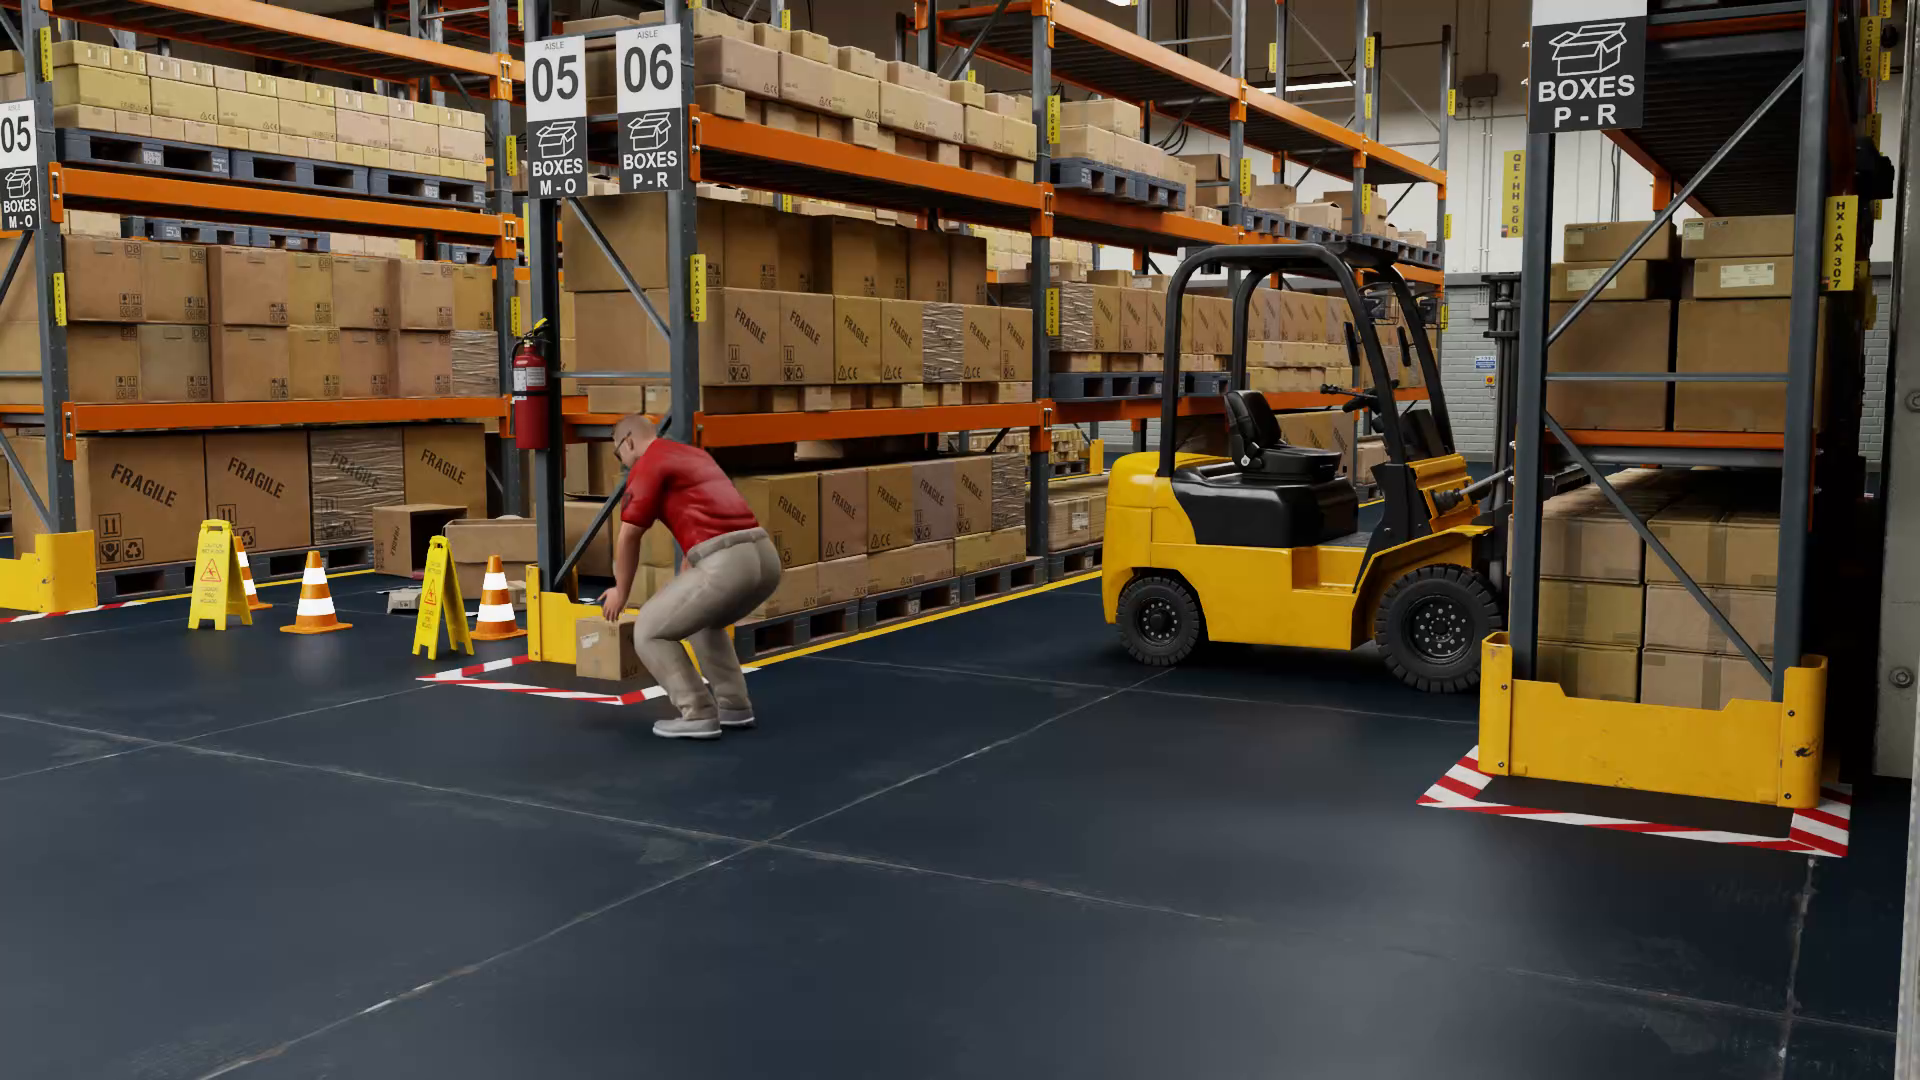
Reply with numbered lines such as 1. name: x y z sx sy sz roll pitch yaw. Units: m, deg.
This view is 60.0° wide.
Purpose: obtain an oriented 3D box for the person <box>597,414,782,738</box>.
1. person: -1.145 0.148 7.032 0.738 1.352 0.590 3 7 29
